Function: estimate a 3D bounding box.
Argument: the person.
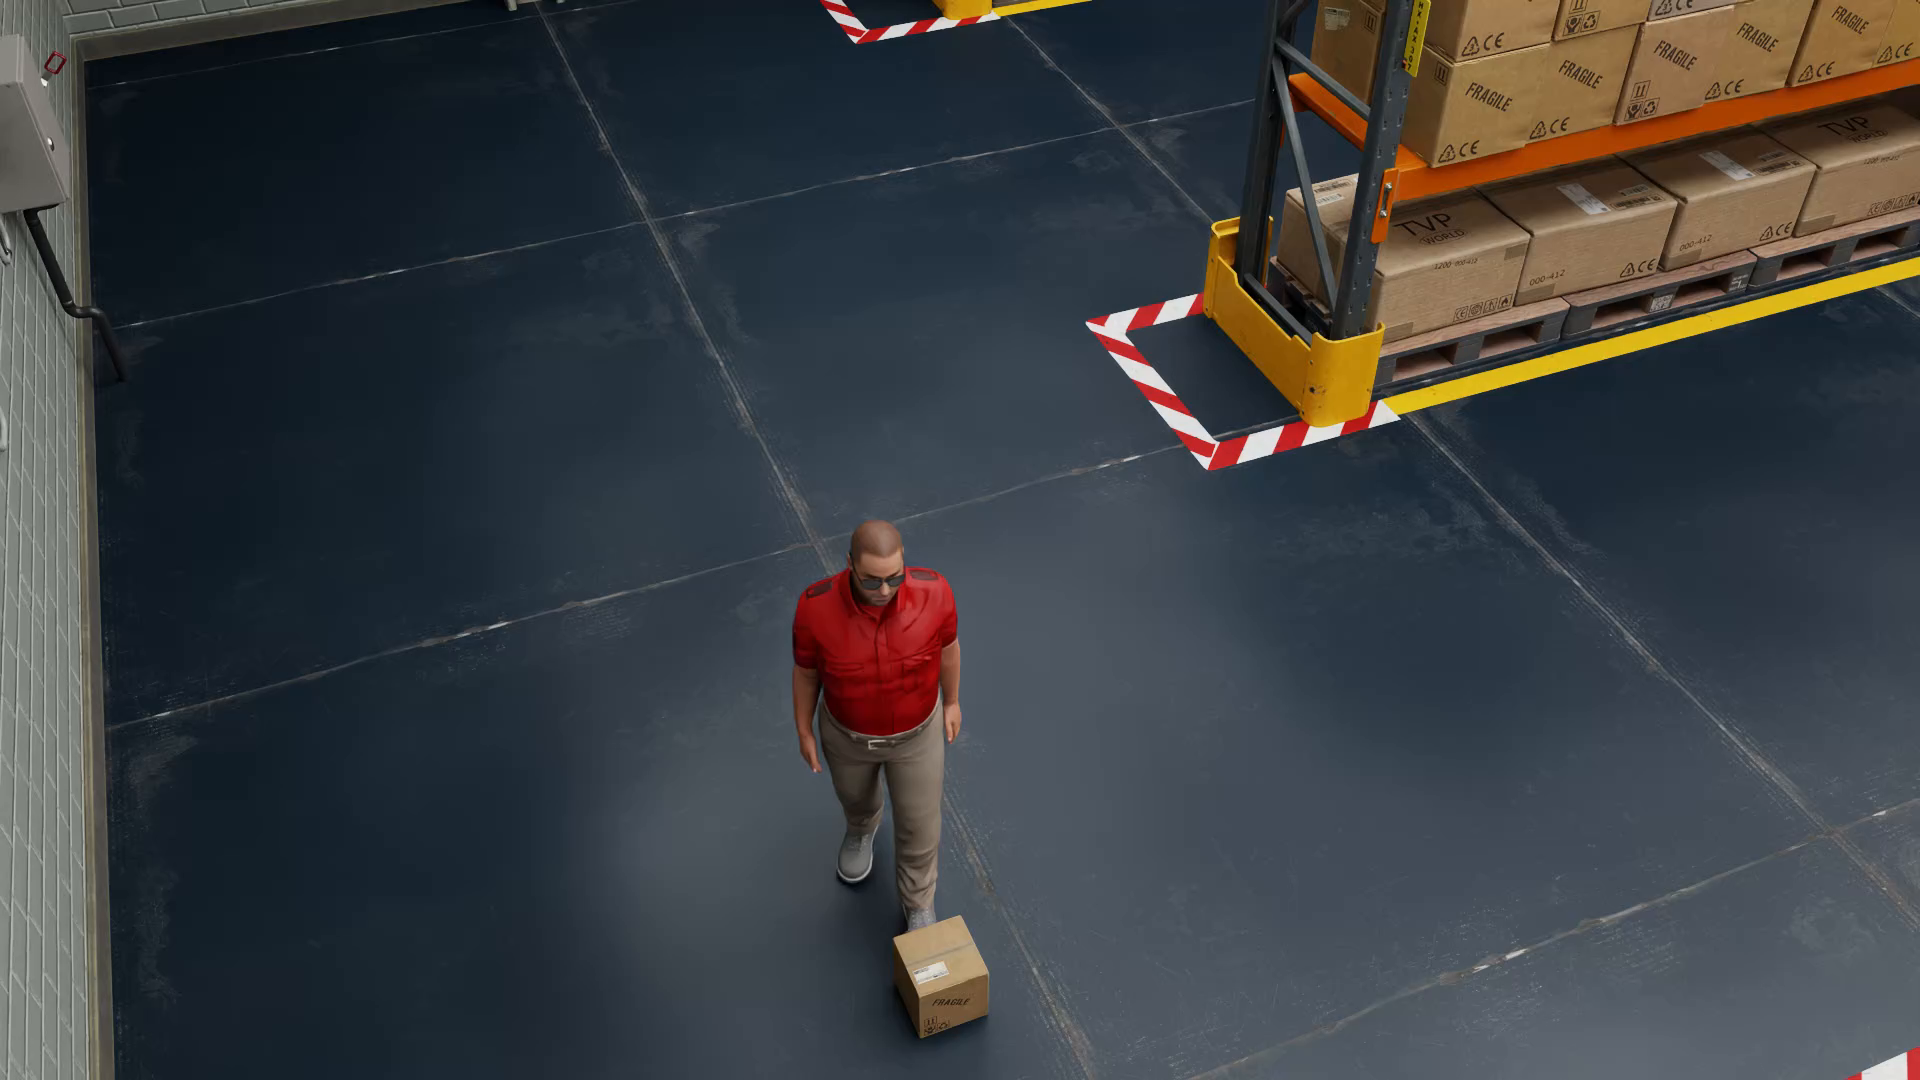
[{"bbox_3d":[-0.262,0.626,5.453,0.555,1.721,0.698,-3,42,-4],"label":"person"}]
